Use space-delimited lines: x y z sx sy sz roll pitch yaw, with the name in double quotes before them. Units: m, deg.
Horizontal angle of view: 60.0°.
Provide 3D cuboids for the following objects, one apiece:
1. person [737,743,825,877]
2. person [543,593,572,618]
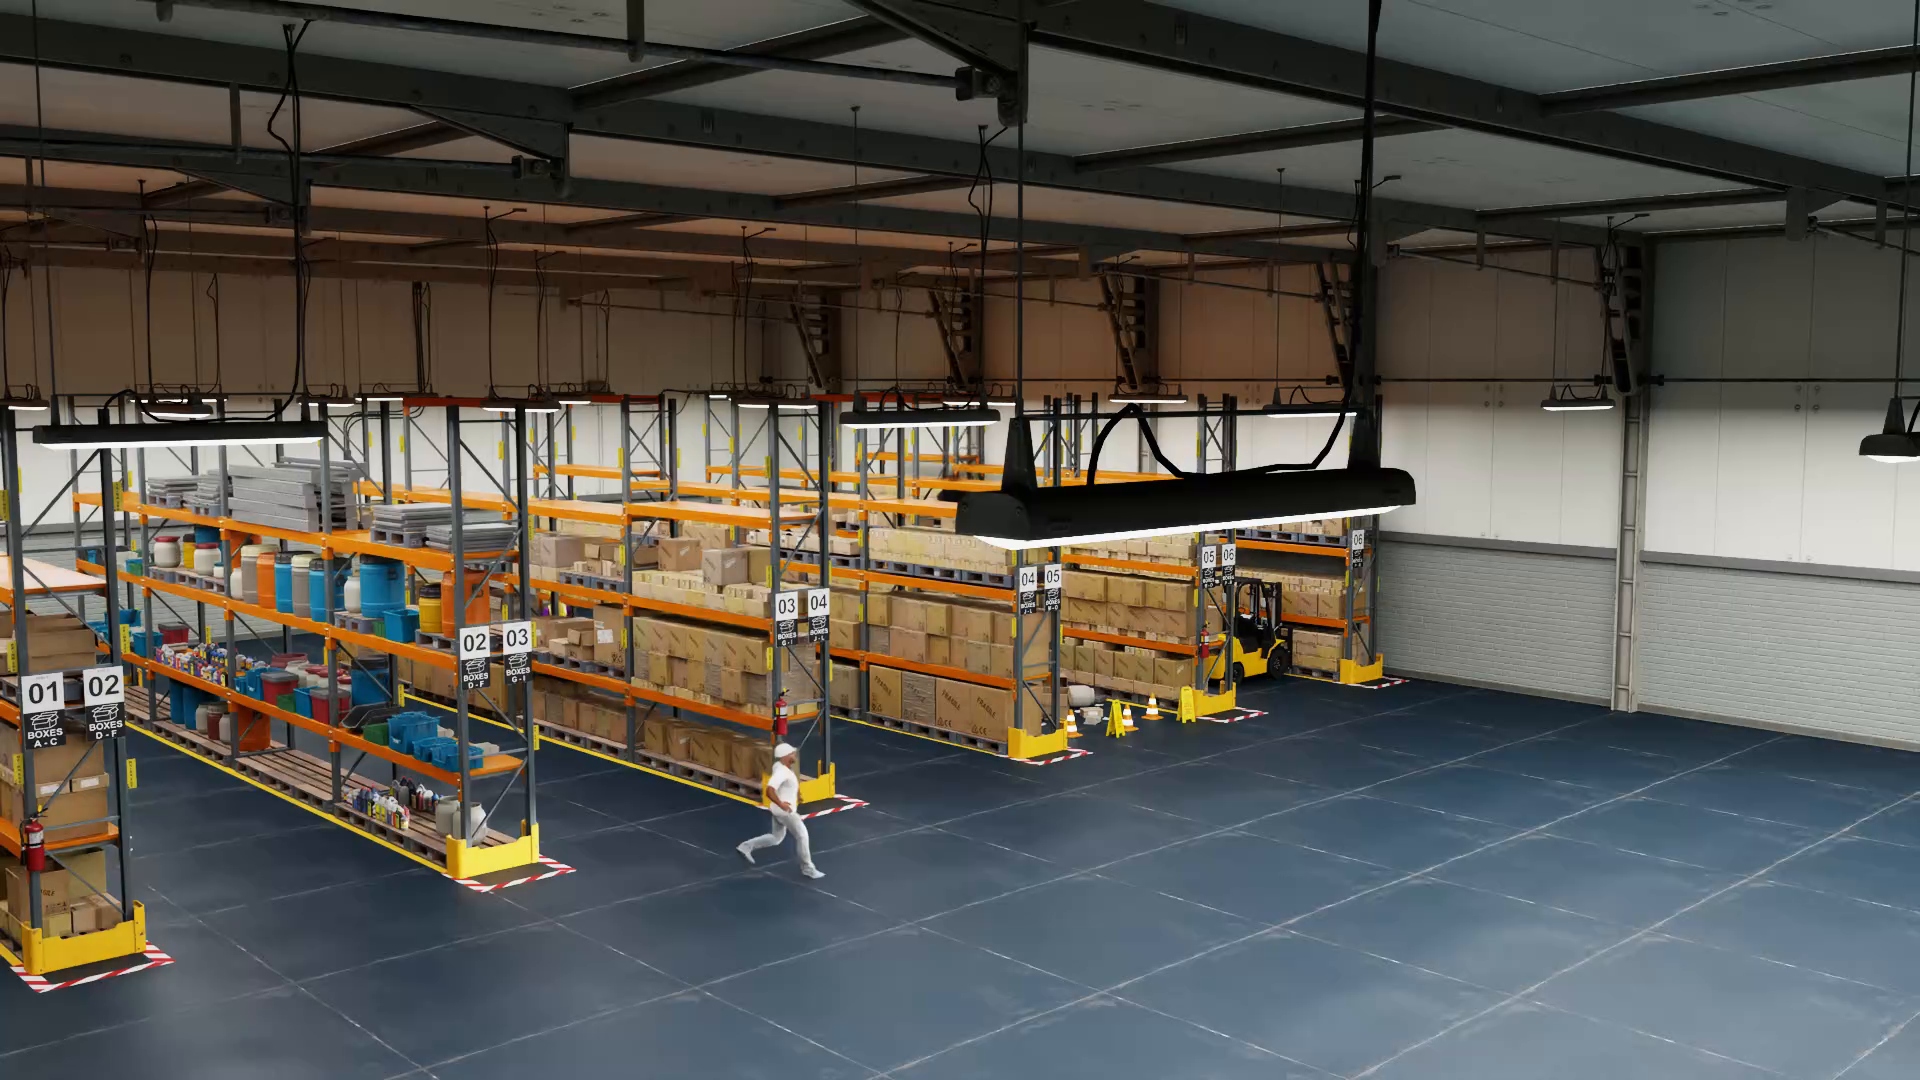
"person" -2.272 3.446 21.081 1.110 1.770 0.662 -2 6 -19
"person" -8.695 1.987 36.101 0.708 1.723 0.517 -4 7 -34
